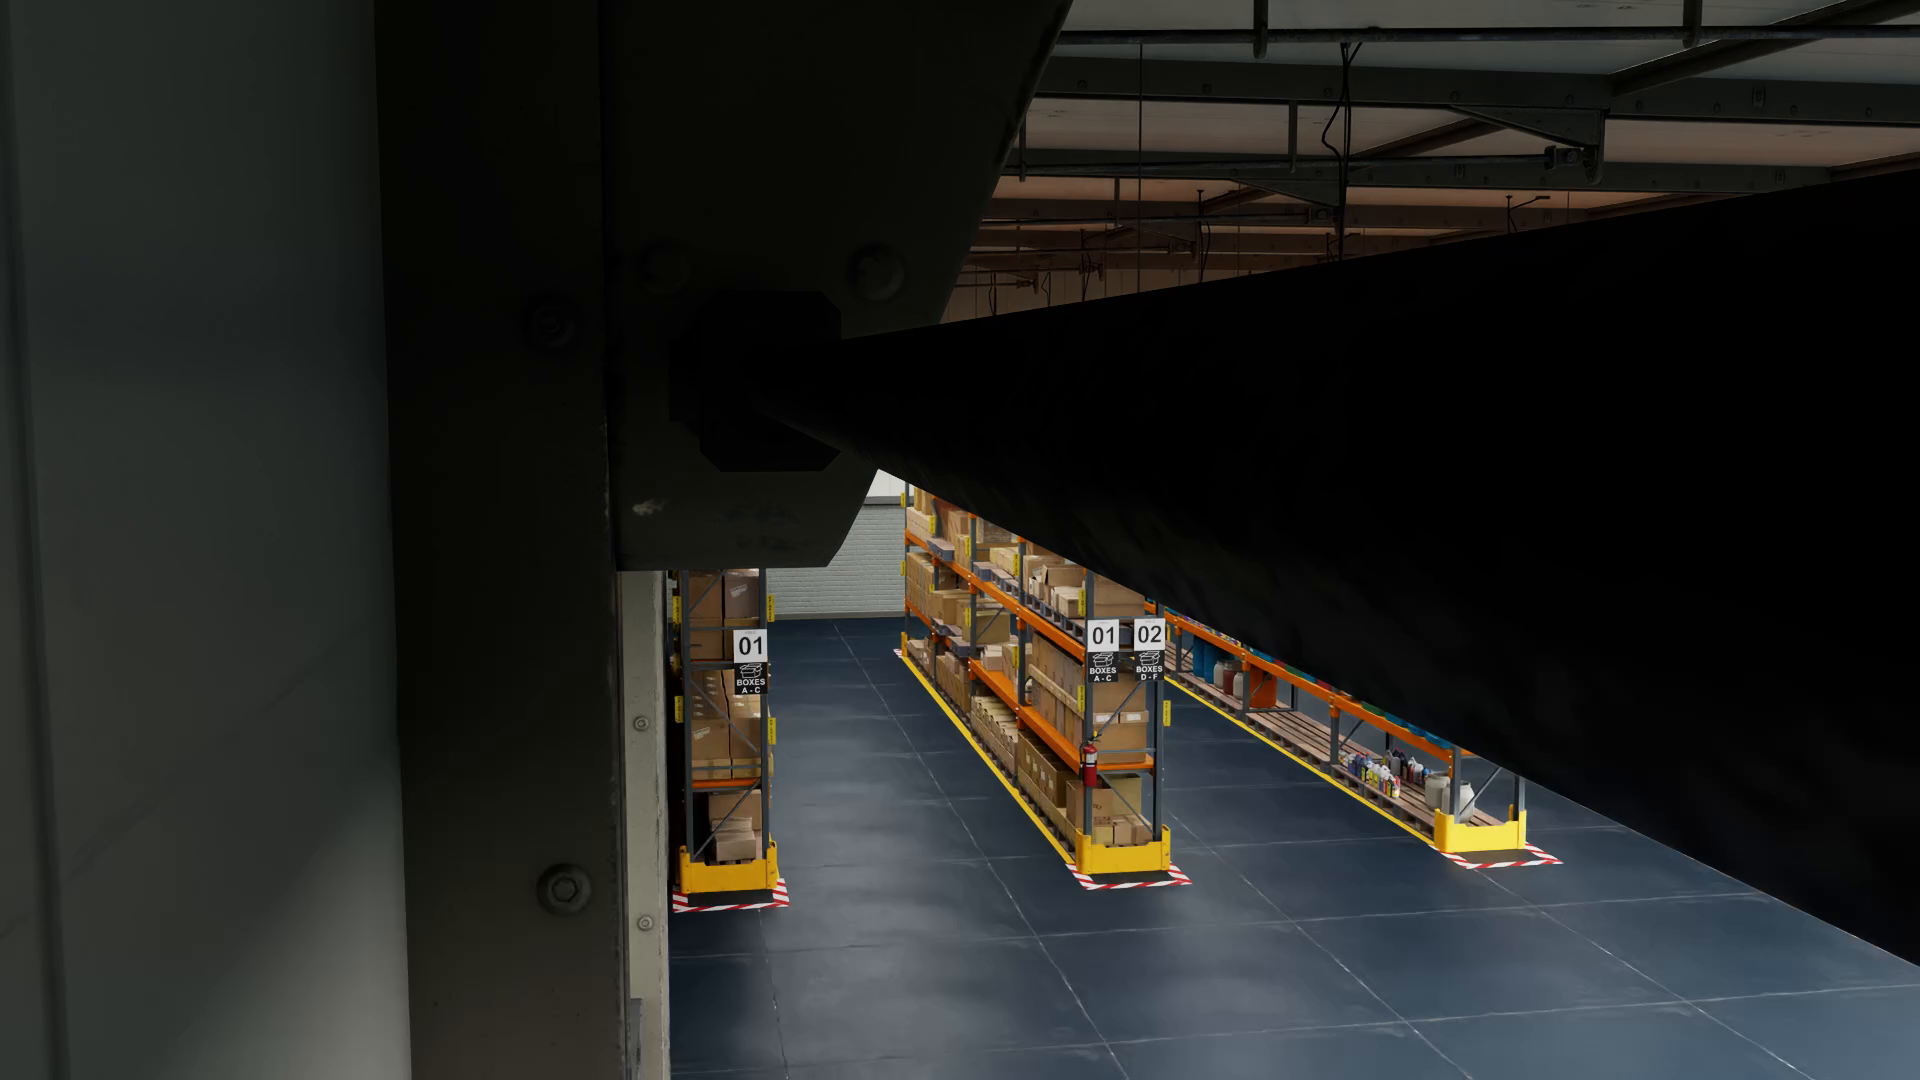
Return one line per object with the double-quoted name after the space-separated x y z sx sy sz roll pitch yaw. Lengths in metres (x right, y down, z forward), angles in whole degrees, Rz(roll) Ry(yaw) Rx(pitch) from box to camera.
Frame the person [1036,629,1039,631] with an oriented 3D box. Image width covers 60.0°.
1.800 1.751 34.705 0.517 1.502 1.043 -1 6 -10 "person"
